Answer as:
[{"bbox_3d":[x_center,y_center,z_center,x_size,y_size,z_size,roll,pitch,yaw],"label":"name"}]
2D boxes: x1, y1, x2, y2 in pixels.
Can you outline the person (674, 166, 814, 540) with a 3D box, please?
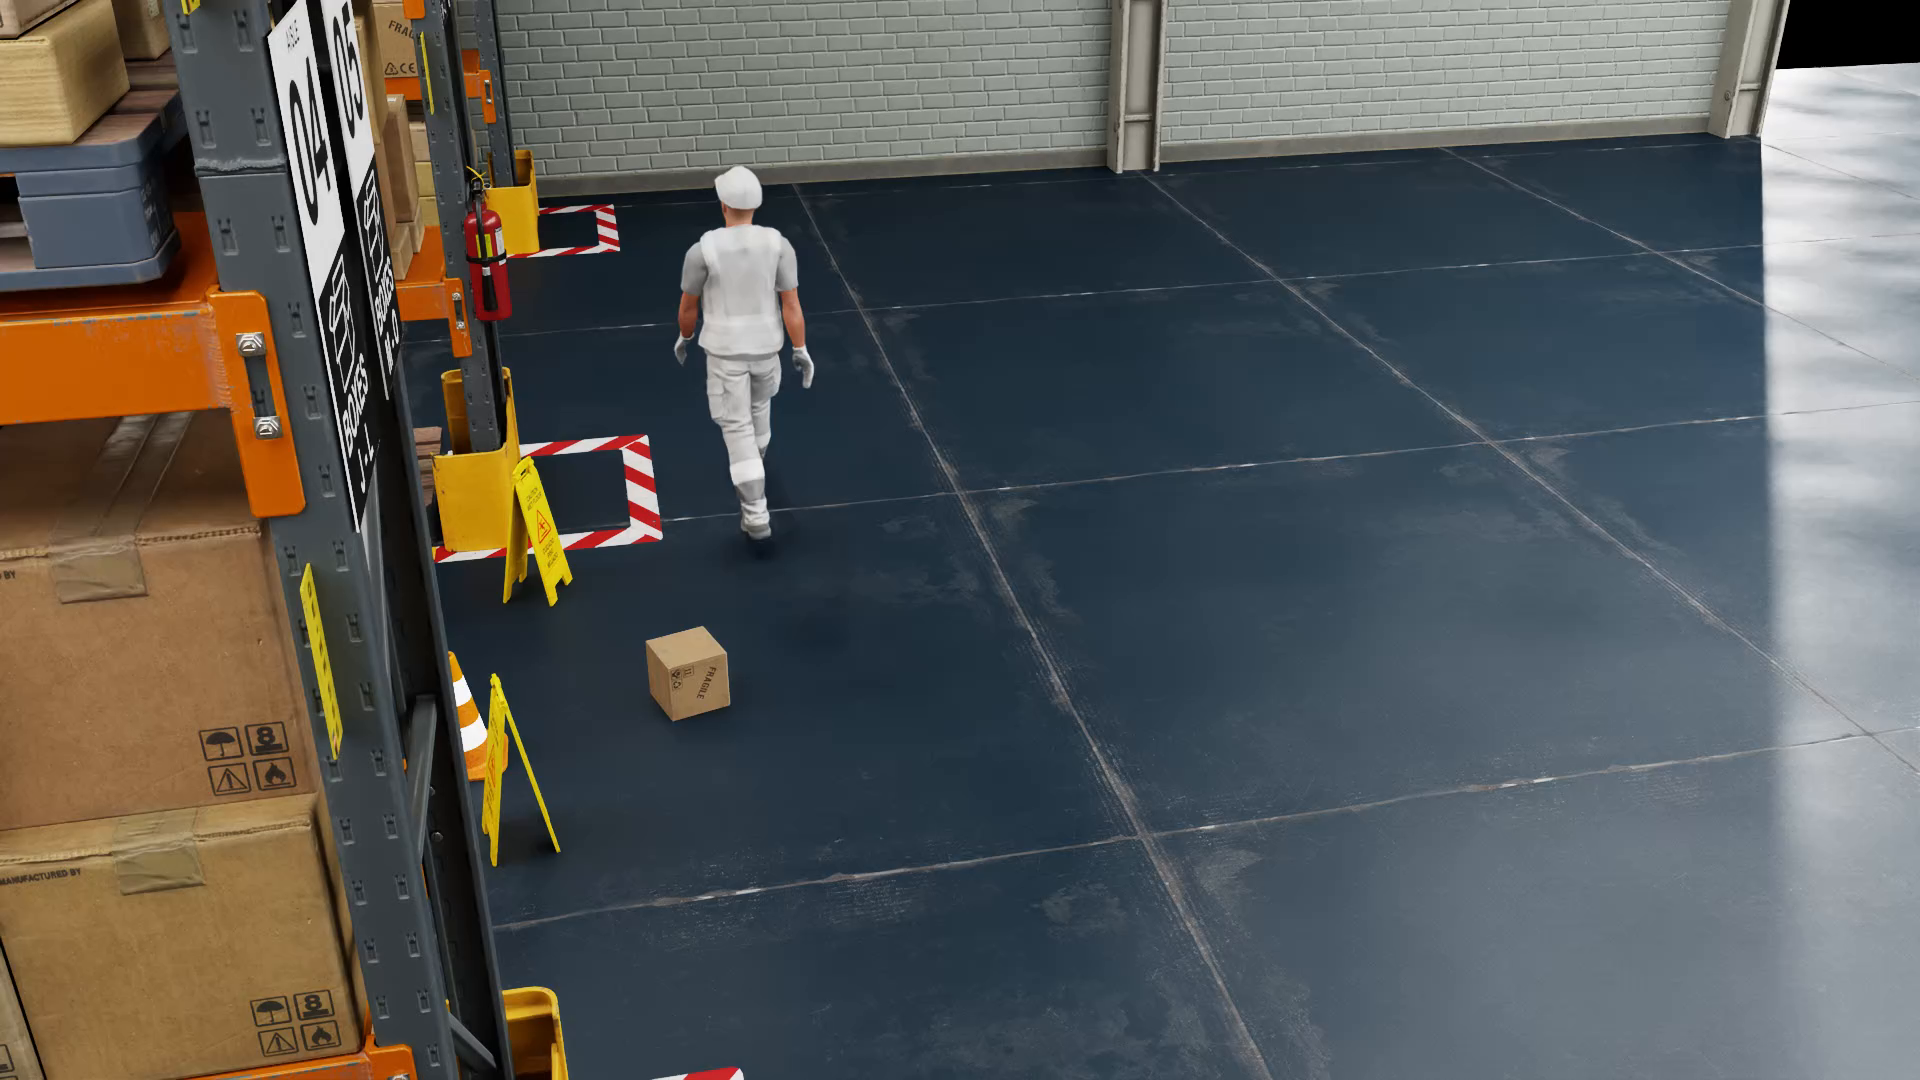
[{"bbox_3d":[-1.057,-0.954,8.008,0.584,1.734,1.095,-11,28,-21],"label":"person"}]
